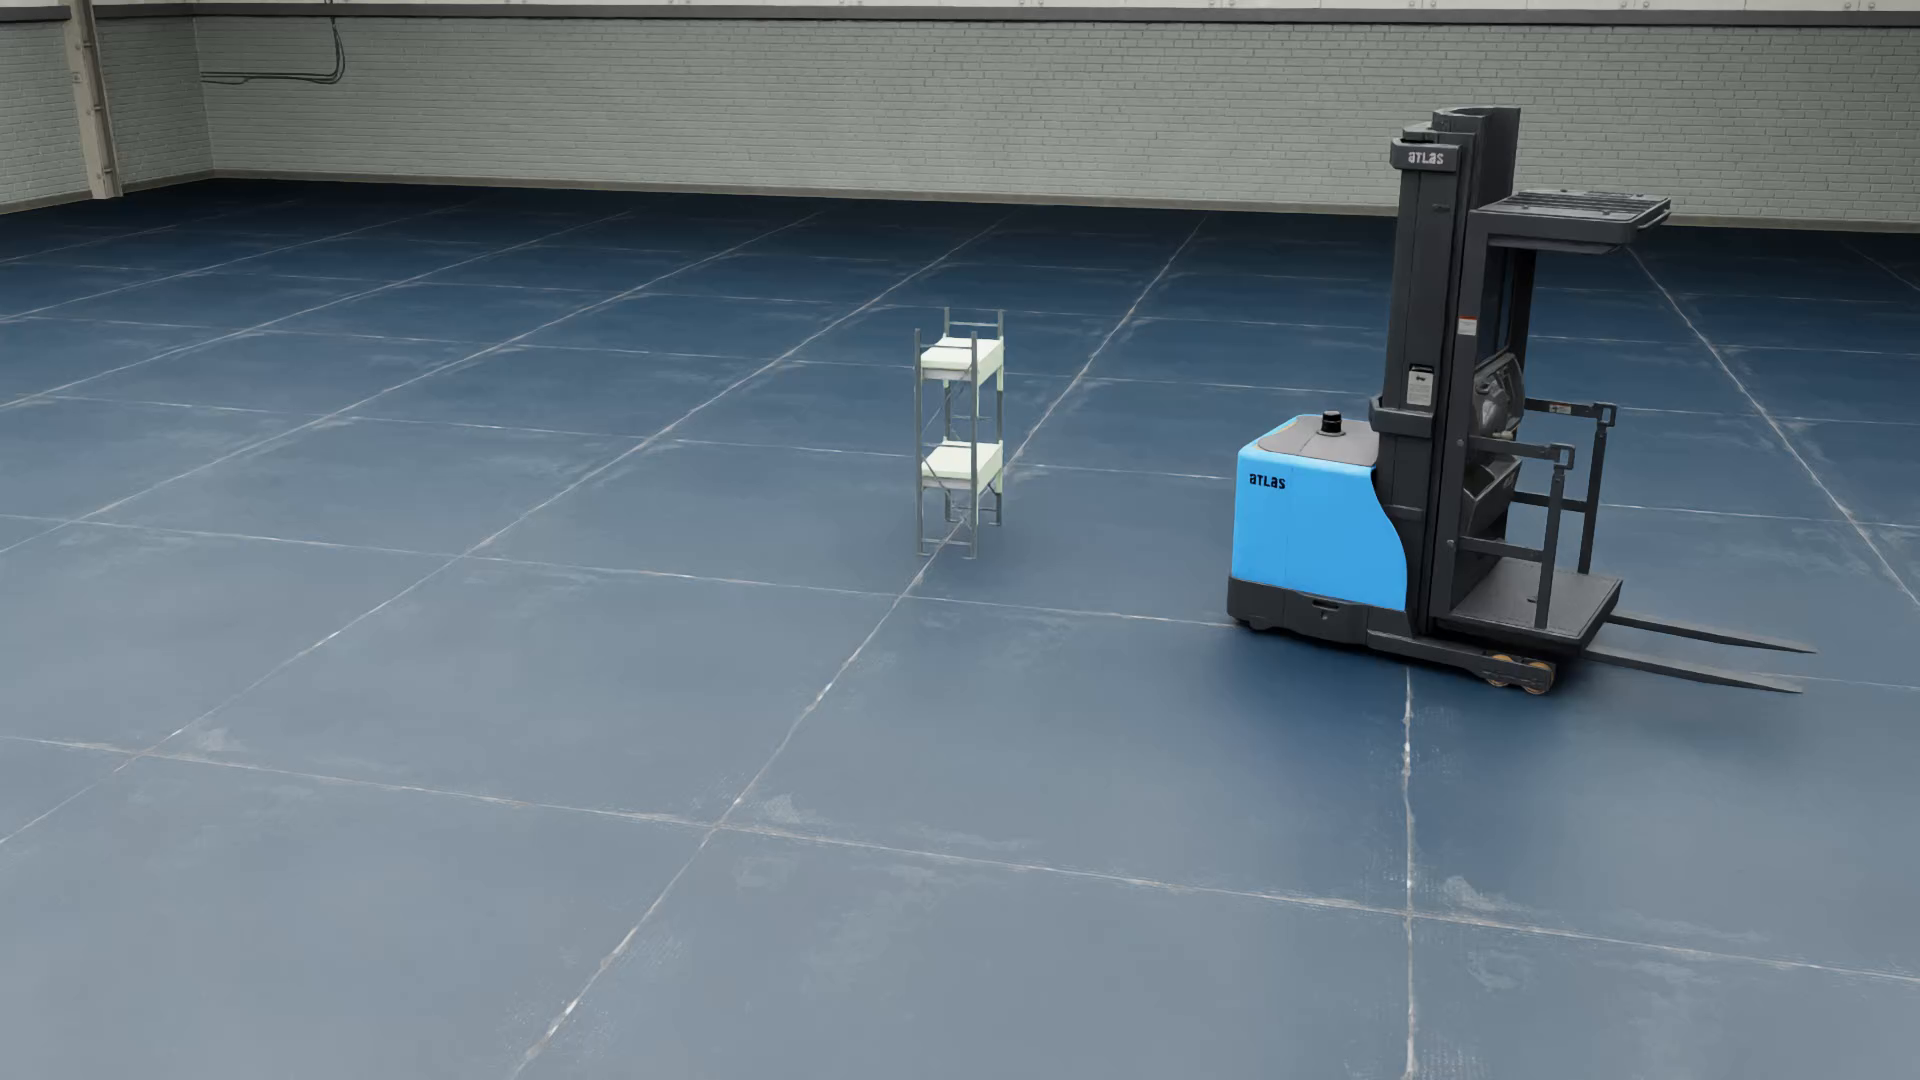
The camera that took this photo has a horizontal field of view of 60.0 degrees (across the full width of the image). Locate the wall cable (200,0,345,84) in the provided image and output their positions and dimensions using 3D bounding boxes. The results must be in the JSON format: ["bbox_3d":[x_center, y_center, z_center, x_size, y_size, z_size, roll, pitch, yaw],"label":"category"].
[{"bbox_3d":[-12.449,-9.414,29.630,3.097,2.526,0.112,5,19,13],"label":"wall cable"}]

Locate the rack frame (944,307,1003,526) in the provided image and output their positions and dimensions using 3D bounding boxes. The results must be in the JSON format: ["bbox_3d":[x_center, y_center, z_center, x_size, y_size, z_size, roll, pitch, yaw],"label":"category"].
[{"bbox_3d":[0.091,-0.827,11.287,0.400,1.500,0.023,5,19,13],"label":"rack frame"}]

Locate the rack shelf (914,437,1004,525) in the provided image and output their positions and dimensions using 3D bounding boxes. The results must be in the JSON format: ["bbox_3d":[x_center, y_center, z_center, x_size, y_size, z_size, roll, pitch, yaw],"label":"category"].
[{"bbox_3d":[0.002,-0.403,11.057,0.431,0.370,0.720,5,19,13],"label":"rack shelf"}]

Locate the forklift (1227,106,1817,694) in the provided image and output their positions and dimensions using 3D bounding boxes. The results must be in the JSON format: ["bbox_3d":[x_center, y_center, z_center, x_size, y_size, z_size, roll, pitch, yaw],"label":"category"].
[{"bbox_3d":[3.081,-0.767,8.897,3.031,2.935,1.130,11,22,30],"label":"forklift"}]

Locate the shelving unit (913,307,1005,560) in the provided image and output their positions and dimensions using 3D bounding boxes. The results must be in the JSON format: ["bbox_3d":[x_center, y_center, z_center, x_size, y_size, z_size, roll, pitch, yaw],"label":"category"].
[{"bbox_3d":[0.002,-0.712,10.951,0.431,1.500,0.755,5,19,13],"label":"shelving unit"}]

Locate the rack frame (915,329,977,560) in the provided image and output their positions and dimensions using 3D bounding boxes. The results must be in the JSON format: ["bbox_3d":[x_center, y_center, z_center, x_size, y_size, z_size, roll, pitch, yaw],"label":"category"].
[{"bbox_3d":[-0.088,-0.597,10.615,0.400,1.500,0.023,5,19,13],"label":"rack frame"}]

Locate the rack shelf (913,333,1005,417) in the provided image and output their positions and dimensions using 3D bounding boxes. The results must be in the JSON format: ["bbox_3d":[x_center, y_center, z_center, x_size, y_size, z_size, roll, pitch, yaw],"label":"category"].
[{"bbox_3d":[0.002,-1.081,10.825,0.431,0.370,0.720,5,19,13],"label":"rack shelf"}]

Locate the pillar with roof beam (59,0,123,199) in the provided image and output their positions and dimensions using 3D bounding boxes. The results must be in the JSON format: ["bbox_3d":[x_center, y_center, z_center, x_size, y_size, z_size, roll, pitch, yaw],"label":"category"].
[{"bbox_3d":[-10.276,-9.724,25.735,9.100,9.000,0.400,5,19,13],"label":"pillar with roof beam"}]
